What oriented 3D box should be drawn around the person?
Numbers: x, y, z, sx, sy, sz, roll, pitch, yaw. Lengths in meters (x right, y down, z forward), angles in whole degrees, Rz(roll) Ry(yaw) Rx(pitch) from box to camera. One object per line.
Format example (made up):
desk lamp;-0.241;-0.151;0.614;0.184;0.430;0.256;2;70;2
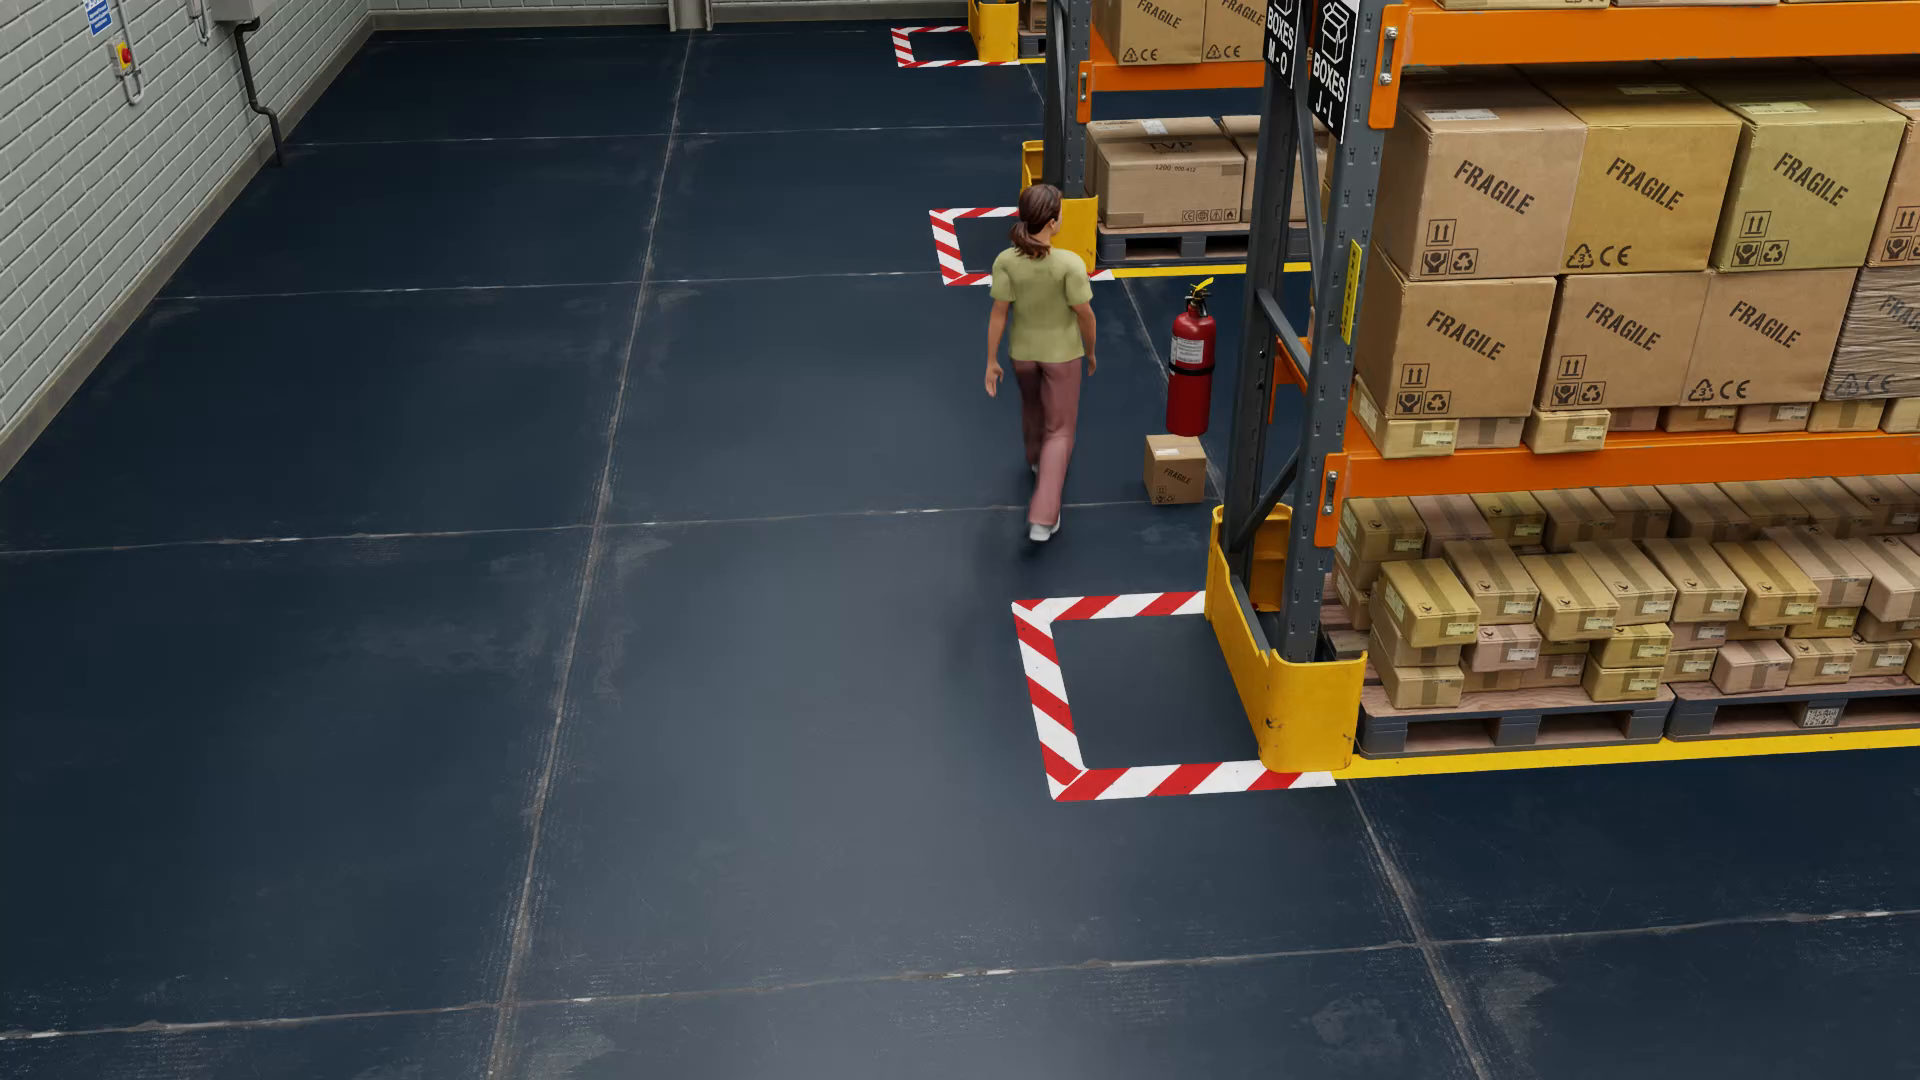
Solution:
person;0.409;-0.886;7.630;0.464;1.607;1.038;11;33;17
